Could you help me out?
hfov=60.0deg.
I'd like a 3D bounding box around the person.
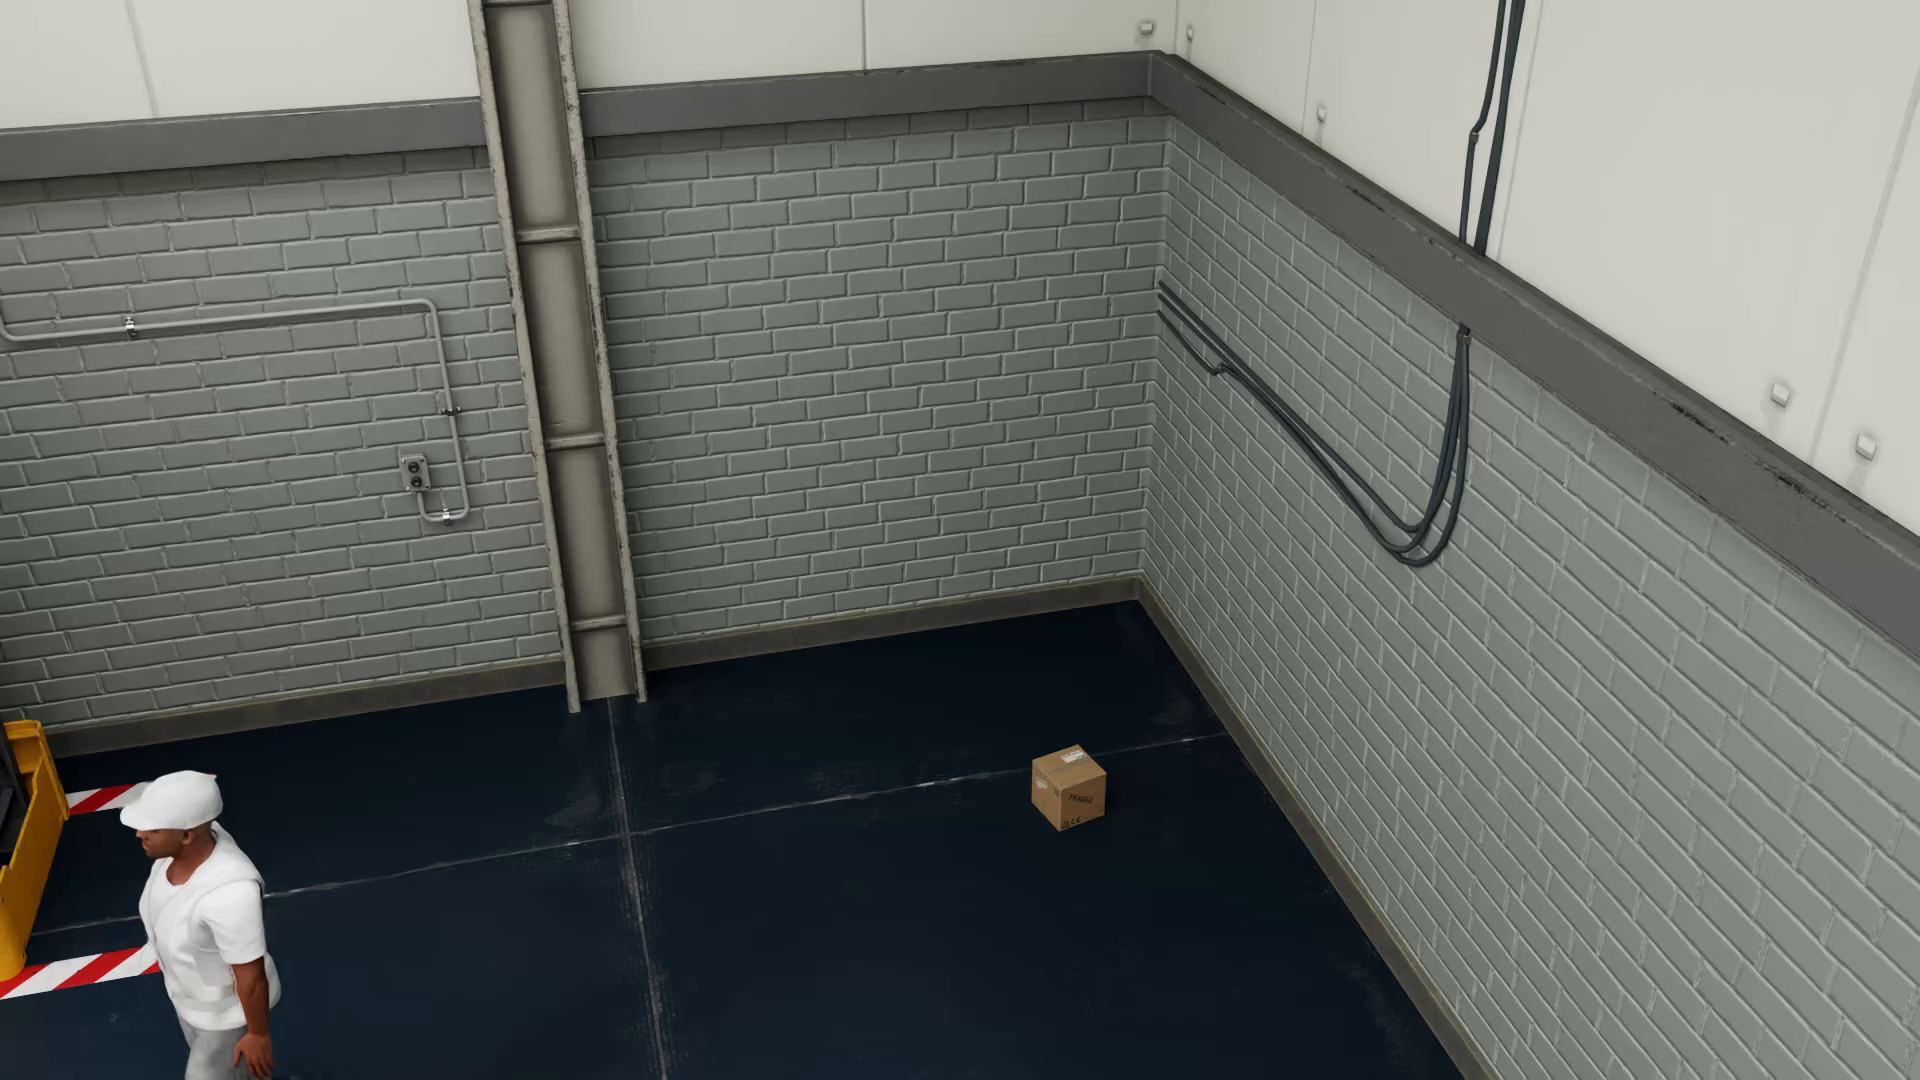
[{"bbox_3d":[-2.444,1.505,5.560,0.510,1.757,0.598,-24,38,-36],"label":"person"}]
